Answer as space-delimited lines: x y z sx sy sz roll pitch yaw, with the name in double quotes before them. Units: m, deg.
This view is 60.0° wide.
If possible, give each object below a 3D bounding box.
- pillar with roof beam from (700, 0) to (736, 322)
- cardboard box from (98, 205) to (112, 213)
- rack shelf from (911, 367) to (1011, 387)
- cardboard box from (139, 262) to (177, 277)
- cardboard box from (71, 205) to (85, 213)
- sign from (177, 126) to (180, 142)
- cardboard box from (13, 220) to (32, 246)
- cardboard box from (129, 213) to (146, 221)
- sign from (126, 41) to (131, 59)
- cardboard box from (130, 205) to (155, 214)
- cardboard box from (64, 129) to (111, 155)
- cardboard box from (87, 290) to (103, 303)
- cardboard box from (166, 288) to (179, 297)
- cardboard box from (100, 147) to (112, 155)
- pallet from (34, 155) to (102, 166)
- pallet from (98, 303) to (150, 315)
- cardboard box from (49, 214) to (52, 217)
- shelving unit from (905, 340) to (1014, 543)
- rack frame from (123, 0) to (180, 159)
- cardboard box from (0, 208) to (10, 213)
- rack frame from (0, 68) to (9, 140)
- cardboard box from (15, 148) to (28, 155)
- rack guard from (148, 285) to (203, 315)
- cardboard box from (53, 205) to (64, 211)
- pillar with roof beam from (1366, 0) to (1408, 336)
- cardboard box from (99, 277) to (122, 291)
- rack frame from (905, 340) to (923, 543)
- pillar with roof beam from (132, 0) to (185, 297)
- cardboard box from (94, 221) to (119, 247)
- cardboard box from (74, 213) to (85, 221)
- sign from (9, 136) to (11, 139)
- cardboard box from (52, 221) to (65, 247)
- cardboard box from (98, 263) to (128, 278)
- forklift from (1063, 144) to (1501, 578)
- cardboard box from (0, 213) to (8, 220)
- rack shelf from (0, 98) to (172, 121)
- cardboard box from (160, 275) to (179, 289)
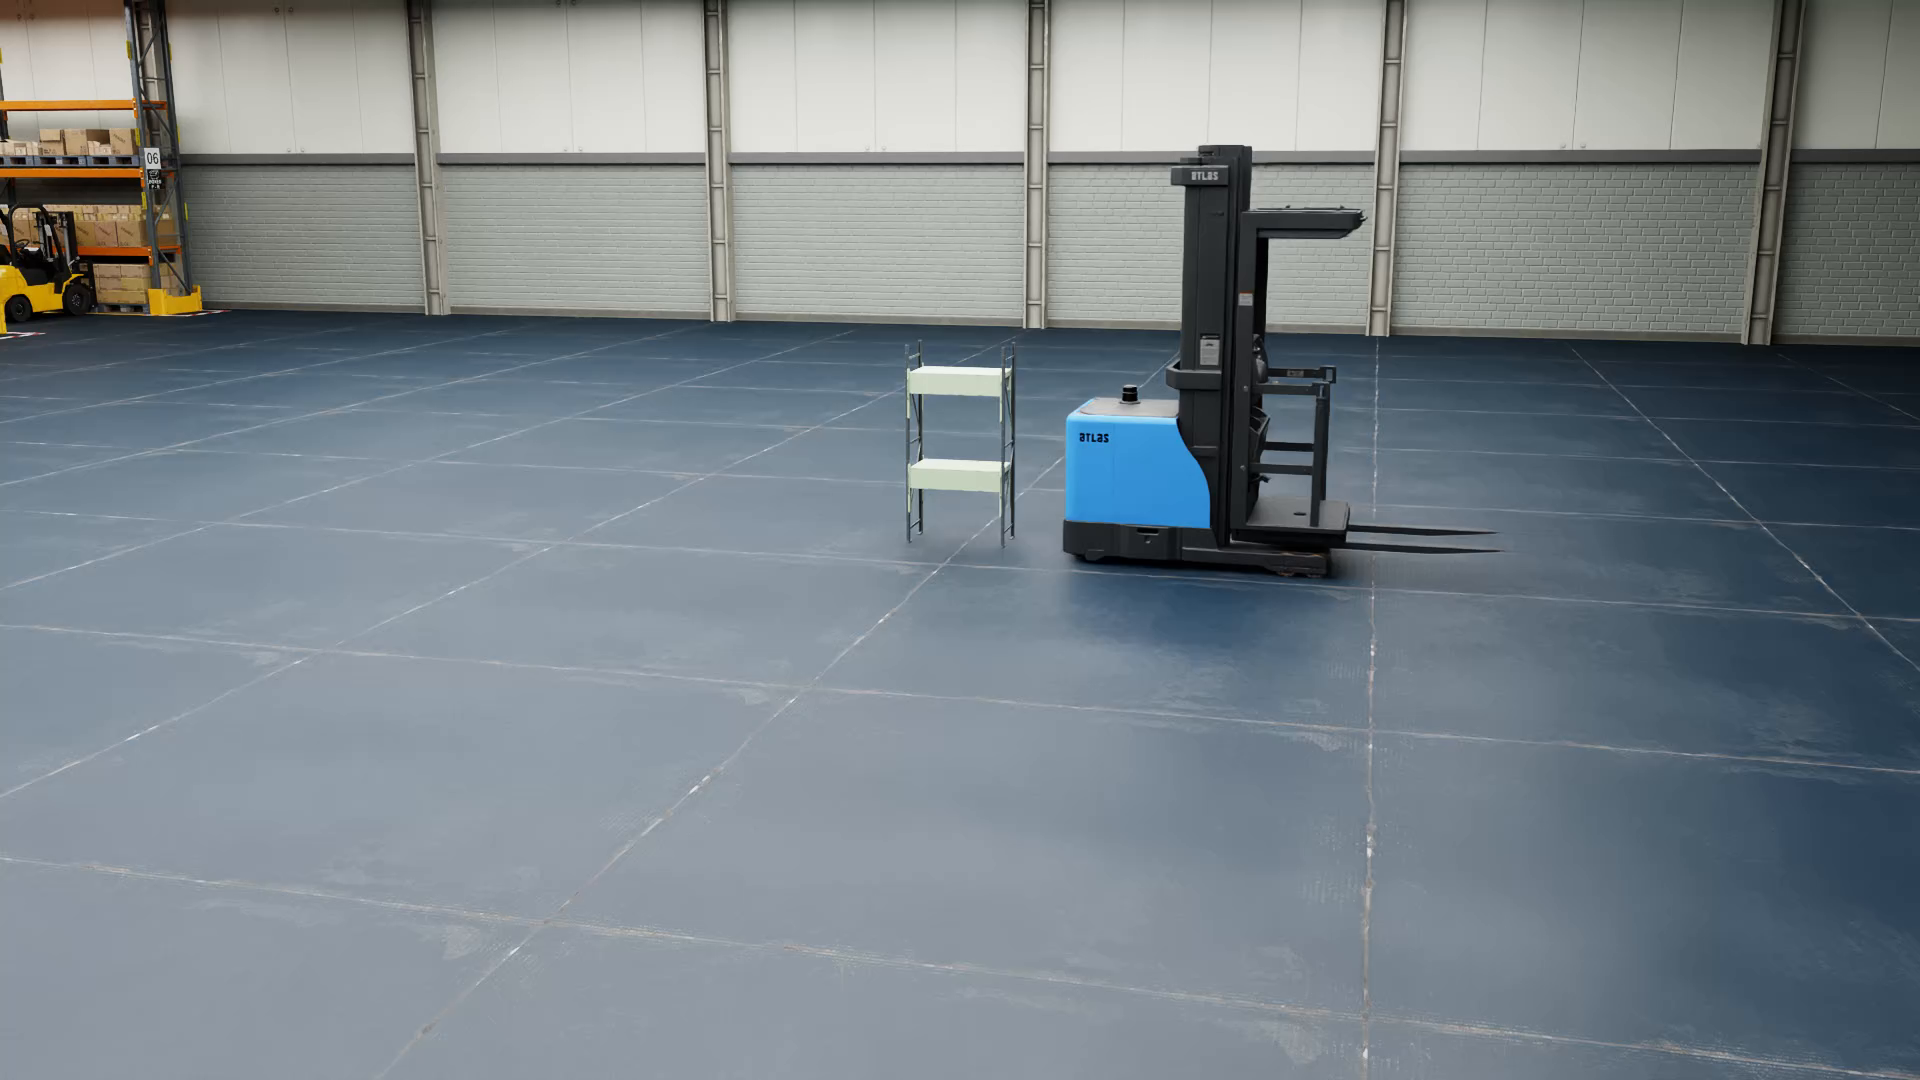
"pillar with roof beam" -5.499 -7.632 26.359 0.400 9.000 9.100 3 13 14
"cardboard box" -16.788 -6.534 32.842 0.250 0.149 0.380 3 13 14
"rack shelf" 0.006 -1.208 12.464 0.686 0.124 0.368 3 13 14
"cardboard box" -16.079 -5.421 33.314 0.500 0.250 0.500 3 13 13
"cardboard box" -17.319 -6.536 32.853 0.250 0.149 0.380 3 13 15
"sign" -15.519 -8.052 32.975 0.005 0.325 0.100 3 13 14
"cardboard box" -18.664 -6.161 33.346 0.500 0.500 0.500 3 13 15
"cardboard box" -16.062 -6.330 32.613 0.250 0.149 0.380 3 13 14
"sign" -15.802 -9.316 31.608 0.005 0.325 0.100 3 13 14
"cardboard box" -16.056 -6.491 32.649 0.250 0.149 0.380 3 13 14
"cardboard box" -17.117 -7.819 32.694 0.500 0.500 0.700 3 13 14
"cardboard box" -17.154 -4.882 33.192 0.500 0.250 0.500 3 13 14
"cardboard box" -16.577 -5.768 33.406 1.525 1.888 0.565 3 13 14
"cardboard box" -16.535 -7.581 32.431 0.250 0.149 0.380 3 13 12
"pallet" -17.526 -7.532 33.037 1.213 0.211 1.003 3 13 14
"pallet" -16.410 -4.676 33.320 1.213 0.211 1.003 3 13 14
"cardboard box" -18.059 -6.435 33.083 0.250 0.149 0.380 3 13 12
"shelving unit" 0.003 -0.732 12.571 0.748 1.500 0.431 3 13 14
"rack frame" -15.658 -8.935 32.229 0.127 3.000 1.000 3 13 14
"cardboard box" -19.023 -6.654 33.386 0.250 0.149 0.380 3 13 14
"rack frame" -19.541 -9.142 33.164 0.127 3.000 1.000 3 13 14
"cardboard box" -18.432 -7.682 32.888 0.250 0.149 0.380 3 13 15
"rack guard" -15.635 -4.784 33.144 0.348 0.500 1.175 3 13 14
"cardboard box" -17.787 -6.586 33.078 0.250 0.149 0.380 3 13 14
"pillar with roof beam" 6.151 -7.010 23.552 0.400 9.000 9.100 3 13 14
"cardboard box" -16.690 -5.100 33.022 0.500 0.250 0.500 3 13 13
"rack frame" -0.349 -0.751 12.655 0.023 1.500 0.400 3 13 14
"pillar with roof beam" -17.149 -8.255 29.166 0.548 9.000 9.100 3 13 14
"cardboard box" -16.700 -6.054 32.864 0.500 0.500 0.500 3 13 15
"cardboard box" -17.313 -6.392 32.890 0.255 0.149 0.383 3 13 15
"sign" -26.503 -8.071 29.939 11.899 2.034 11.111 3 13 14
"cardboard box" -17.688 -6.104 33.091 0.500 0.500 0.500 3 13 14
"cardboard box" -16.677 -5.340 32.949 0.500 0.250 0.500 3 13 15
"forklift" 2.319 -1.293 11.793 3.031 2.935 1.130 3 13 14
"cardboard box" -19.043 -6.494 33.350 0.250 0.149 0.380 3 13 15
"rack shelf" -17.600 -8.492 32.818 4.000 0.370 1.077 3 13 14
"cardboard box" -16.065 -5.181 33.384 0.500 0.250 0.500 3 13 15
